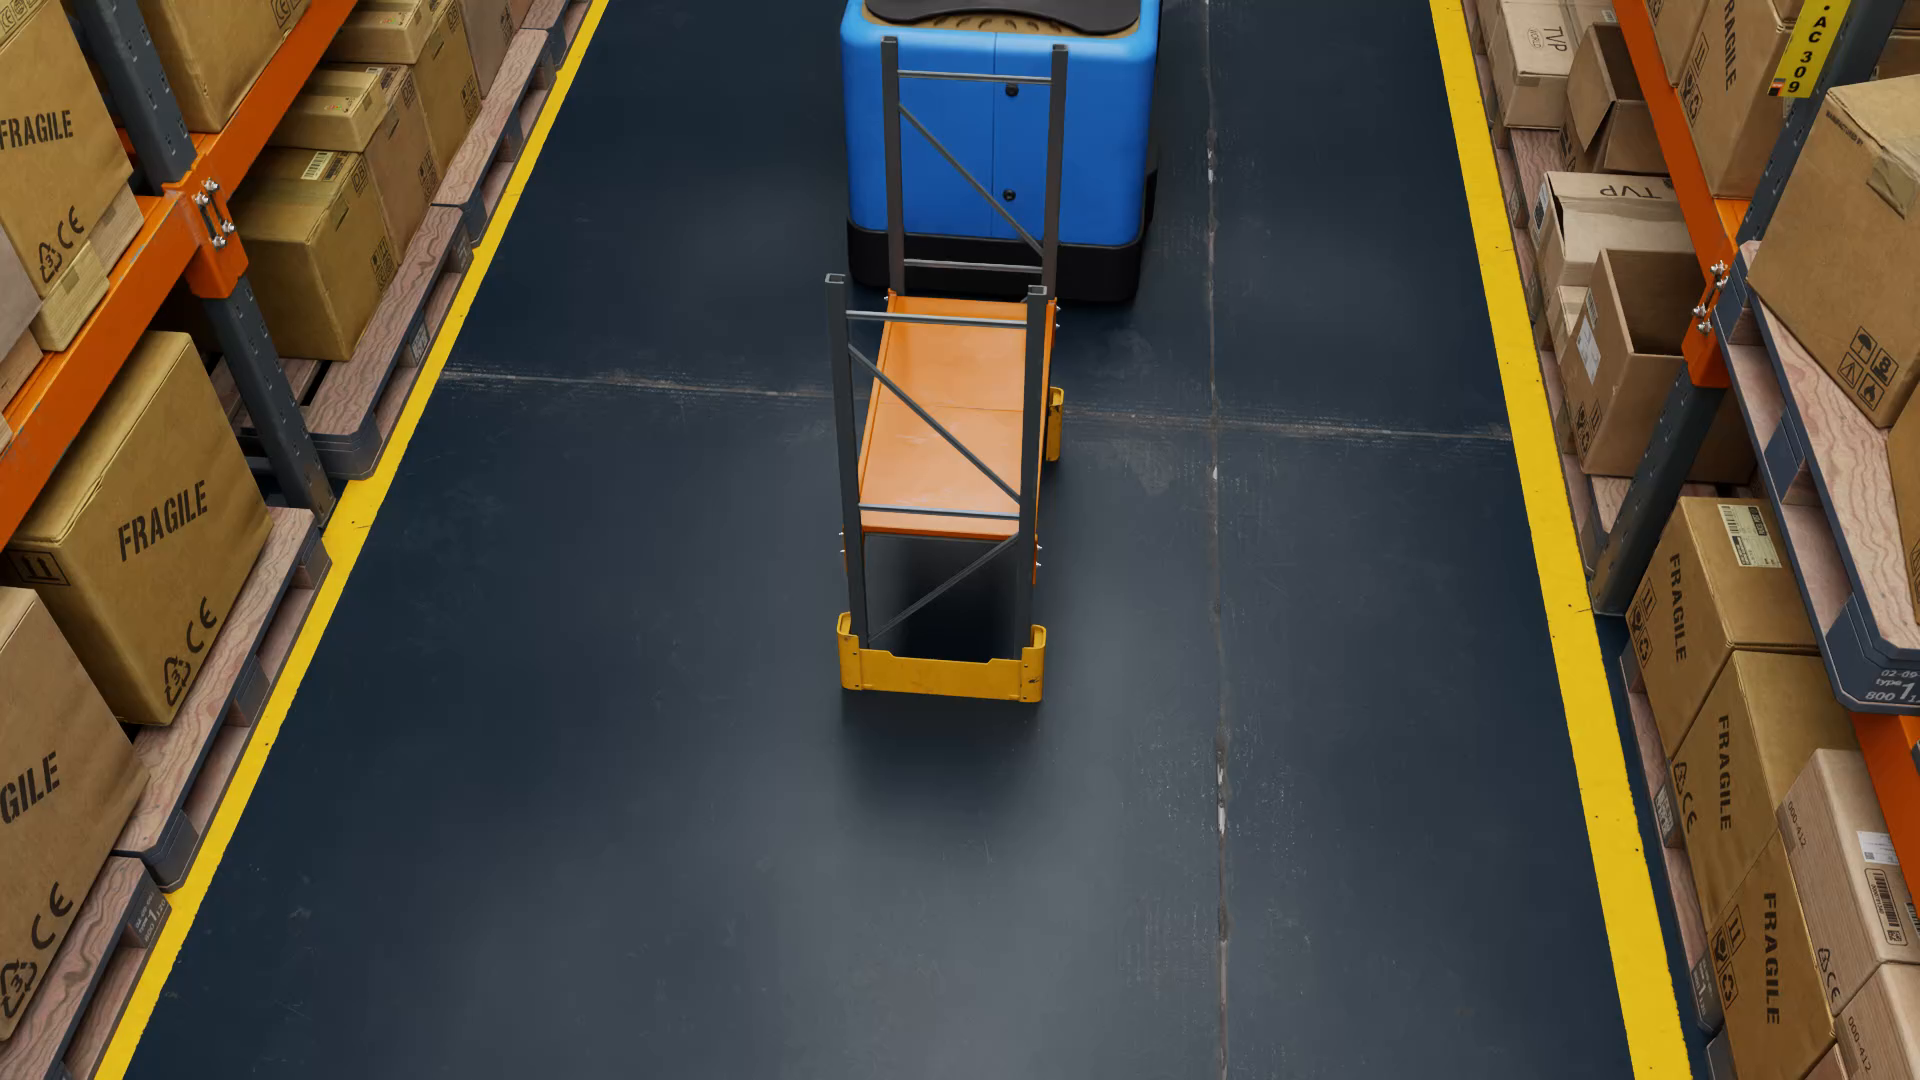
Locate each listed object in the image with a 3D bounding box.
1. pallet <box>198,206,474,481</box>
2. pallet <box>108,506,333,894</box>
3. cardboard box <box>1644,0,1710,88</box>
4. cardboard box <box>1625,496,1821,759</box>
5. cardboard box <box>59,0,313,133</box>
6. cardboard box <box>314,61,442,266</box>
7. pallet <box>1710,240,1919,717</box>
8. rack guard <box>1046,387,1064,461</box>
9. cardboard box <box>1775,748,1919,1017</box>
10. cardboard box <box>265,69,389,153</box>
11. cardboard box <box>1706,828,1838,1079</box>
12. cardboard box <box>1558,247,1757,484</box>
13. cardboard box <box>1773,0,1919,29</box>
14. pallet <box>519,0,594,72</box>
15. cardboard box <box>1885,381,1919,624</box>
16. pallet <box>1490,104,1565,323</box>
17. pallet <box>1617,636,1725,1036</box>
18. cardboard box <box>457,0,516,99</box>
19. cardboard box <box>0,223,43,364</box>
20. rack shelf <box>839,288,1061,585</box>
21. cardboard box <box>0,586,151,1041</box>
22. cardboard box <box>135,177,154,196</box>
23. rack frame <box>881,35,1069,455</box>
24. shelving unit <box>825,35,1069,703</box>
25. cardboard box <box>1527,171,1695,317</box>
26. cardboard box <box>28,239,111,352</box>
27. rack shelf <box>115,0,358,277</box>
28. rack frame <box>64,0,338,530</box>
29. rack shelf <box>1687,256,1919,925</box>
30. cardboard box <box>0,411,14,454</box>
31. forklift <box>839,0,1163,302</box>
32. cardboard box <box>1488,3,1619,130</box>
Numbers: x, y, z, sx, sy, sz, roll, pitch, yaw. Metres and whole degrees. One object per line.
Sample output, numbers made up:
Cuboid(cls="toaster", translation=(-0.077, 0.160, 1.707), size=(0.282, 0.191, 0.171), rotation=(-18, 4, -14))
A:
Cuboid(cls="pallet", translation=(-2.364, -0.736, 5.780), size=(1.003, 0.211, 1.213), rotation=(4, 48, 4))
Cuboid(cls="pallet", translation=(-2.506, 0.390, 4.750), size=(1.003, 0.211, 1.213), rotation=(4, 48, 4))
Cuboid(cls="cardboard box", translation=(2.258, -1.590, 4.604), size=(0.500, 0.500, 0.500), rotation=(5, 48, 5))
Cuboid(cls="cardboard box", translation=(2.136, 0.241, 4.392), size=(0.500, 0.500, 0.500), rotation=(2, 48, 2))
Cuboid(cls="cardboard box", translation=(-2.445, -1.622, 4.498), size=(0.980, 0.700, 0.700), rotation=(5, 48, 4))
Cuboid(cls="cardboard box", translation=(-2.292, -1.333, 5.846), size=(0.700, 0.500, 0.500), rotation=(3, 48, 3))
Cuboid(cls="pallet", translation=(2.241, -0.148, 3.483), size=(1.003, 0.211, 1.213), rotation=(4, 48, 4))
Cuboid(cls="rack guard", translation=(0.038, -0.394, 5.441), size=(0.587, 0.250, 0.087), rotation=(4, 48, 4))
Cuboid(cls="cardboard box", translation=(2.045, 0.723, 3.444), size=(0.500, 0.250, 0.500), rotation=(4, 48, 4))
Cuboid(cls="cardboard box", translation=(-2.128, -1.422, 5.488), size=(0.380, 0.149, 0.250), rotation=(5, 48, 5))
Cuboid(cls="cardboard box", translation=(2.045, 1.001, 3.698), size=(0.500, 0.500, 0.500), rotation=(4, 48, 4))
Cuboid(cls="cardboard box", translation=(2.192, -0.536, 5.103), size=(0.500, 0.500, 0.500), rotation=(4, 48, 4))
Cuboid(cls="cardboard box", translation=(2.211, -1.553, 3.892), size=(0.500, 0.500, 0.500), rotation=(4, 48, 4))
Cuboid(cls="pallet", translation=(-2.141, -2.529, 7.420), size=(1.003, 0.211, 1.213), rotation=(4, 48, 4))
Cuboid(cls="cardboard box", translation=(2.157, -0.126, 2.980), size=(0.700, 0.500, 0.500), rotation=(11, 48, 10))
Cuboid(cls="pallet", translation=(2.595, -1.255, 6.255), size=(1.003, 0.211, 1.213), rotation=(4, 48, 4))
Cuboid(cls="pallet", translation=(2.386, 0.748, 4.423), size=(1.003, 0.211, 1.213), rotation=(4, 48, 4))
Cuboid(cls="cardboard box", translation=(-2.201, -2.102, 6.550), size=(0.700, 0.500, 0.500), rotation=(2, 48, 2))
Cuboid(cls="cardboard box", translation=(-2.339, -0.533, 3.421), size=(0.500, 0.500, 0.500), rotation=(4, 48, 4))
Cuboid(cls="rack shelf", translation=(-0.008, -0.322, 4.772), size=(0.538, 0.185, 1.000), rotation=(4, 48, 4))
Cuboid(cls="cardboard box", translation=(-2.519, 0.600, 3.841), size=(0.750, 0.750, 0.750), rotation=(5, 48, 5))
Cuboid(cls="cardboard box", translation=(-2.552, -1.090, 5.184), size=(0.380, 0.149, 0.250), rotation=(4, 48, 3))
Cuboid(cls="rack frame", translation=(0.039, -0.817, 4.981), size=(0.500, 1.500, 0.032), rotation=(4, 48, 4))
Cuboid(cls="shelving unit", translation=(-0.007, -0.450, 4.645), size=(0.587, 1.500, 1.083), rotation=(4, 48, 4))
Cuboid(cls="cardboard box", translation=(2.260, -1.023, 5.677), size=(0.500, 0.311, 0.500), rotation=(4, 48, 4))
Cuboid(cls="cardboard box", translation=(-2.259, -0.591, 3.914), size=(0.380, 0.149, 0.250), rotation=(5, 48, 4))
Cuboid(cls="rack shelf", translation=(-2.329, -2.350, 5.854), size=(1.077, 0.370, 4.000), rotation=(4, 48, 4))
Cuboid(cls="rack frame", translation=(-2.511, -1.123, 4.245), size=(1.000, 3.000, 0.127), rotation=(4, 48, 4))
Cuboid(cls="rack shelf", translation=(2.240, 0.919, 2.864), size=(1.077, 0.370, 4.000), rotation=(4, 48, 4))
Cuboid(cls="cardboard box", translation=(-2.293, -0.205, 3.562), size=(0.380, 0.149, 0.250), rotation=(4, 48, 4))
Cuboid(cls="forklift", translation=(0.273, -2.932, 5.946), size=(1.130, 2.935, 3.031), rotation=(5, 48, 4))
Cuboid(cls="cardboard box", translation=(2.364, -1.838, 6.463), size=(0.500, 0.250, 0.500), rotation=(4, 48, 4))
